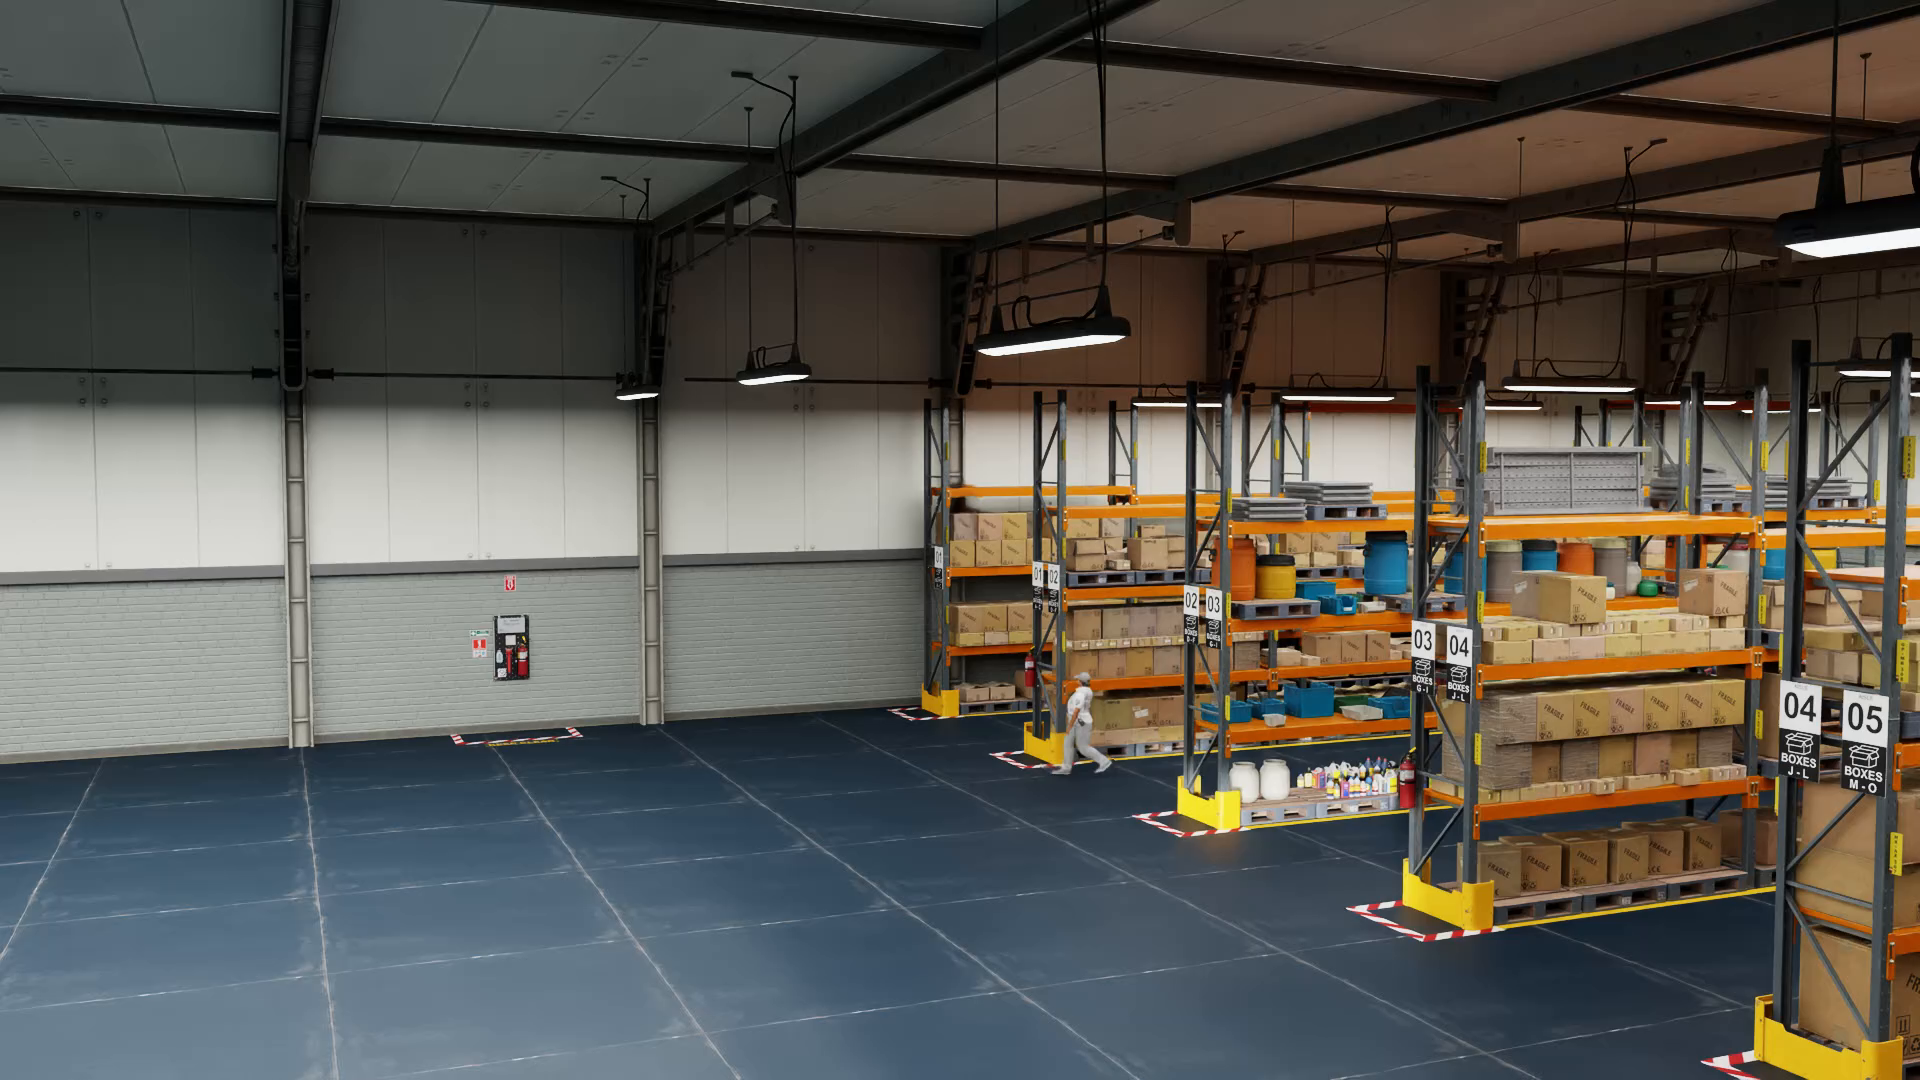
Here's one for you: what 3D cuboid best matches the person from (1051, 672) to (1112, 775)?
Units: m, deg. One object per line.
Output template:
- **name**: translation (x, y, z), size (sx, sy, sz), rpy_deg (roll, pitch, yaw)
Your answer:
- **person**: translation (1.878, 2.838, 25.653), size (0.863, 1.621, 0.483), rpy_deg (-1, 3, -13)
